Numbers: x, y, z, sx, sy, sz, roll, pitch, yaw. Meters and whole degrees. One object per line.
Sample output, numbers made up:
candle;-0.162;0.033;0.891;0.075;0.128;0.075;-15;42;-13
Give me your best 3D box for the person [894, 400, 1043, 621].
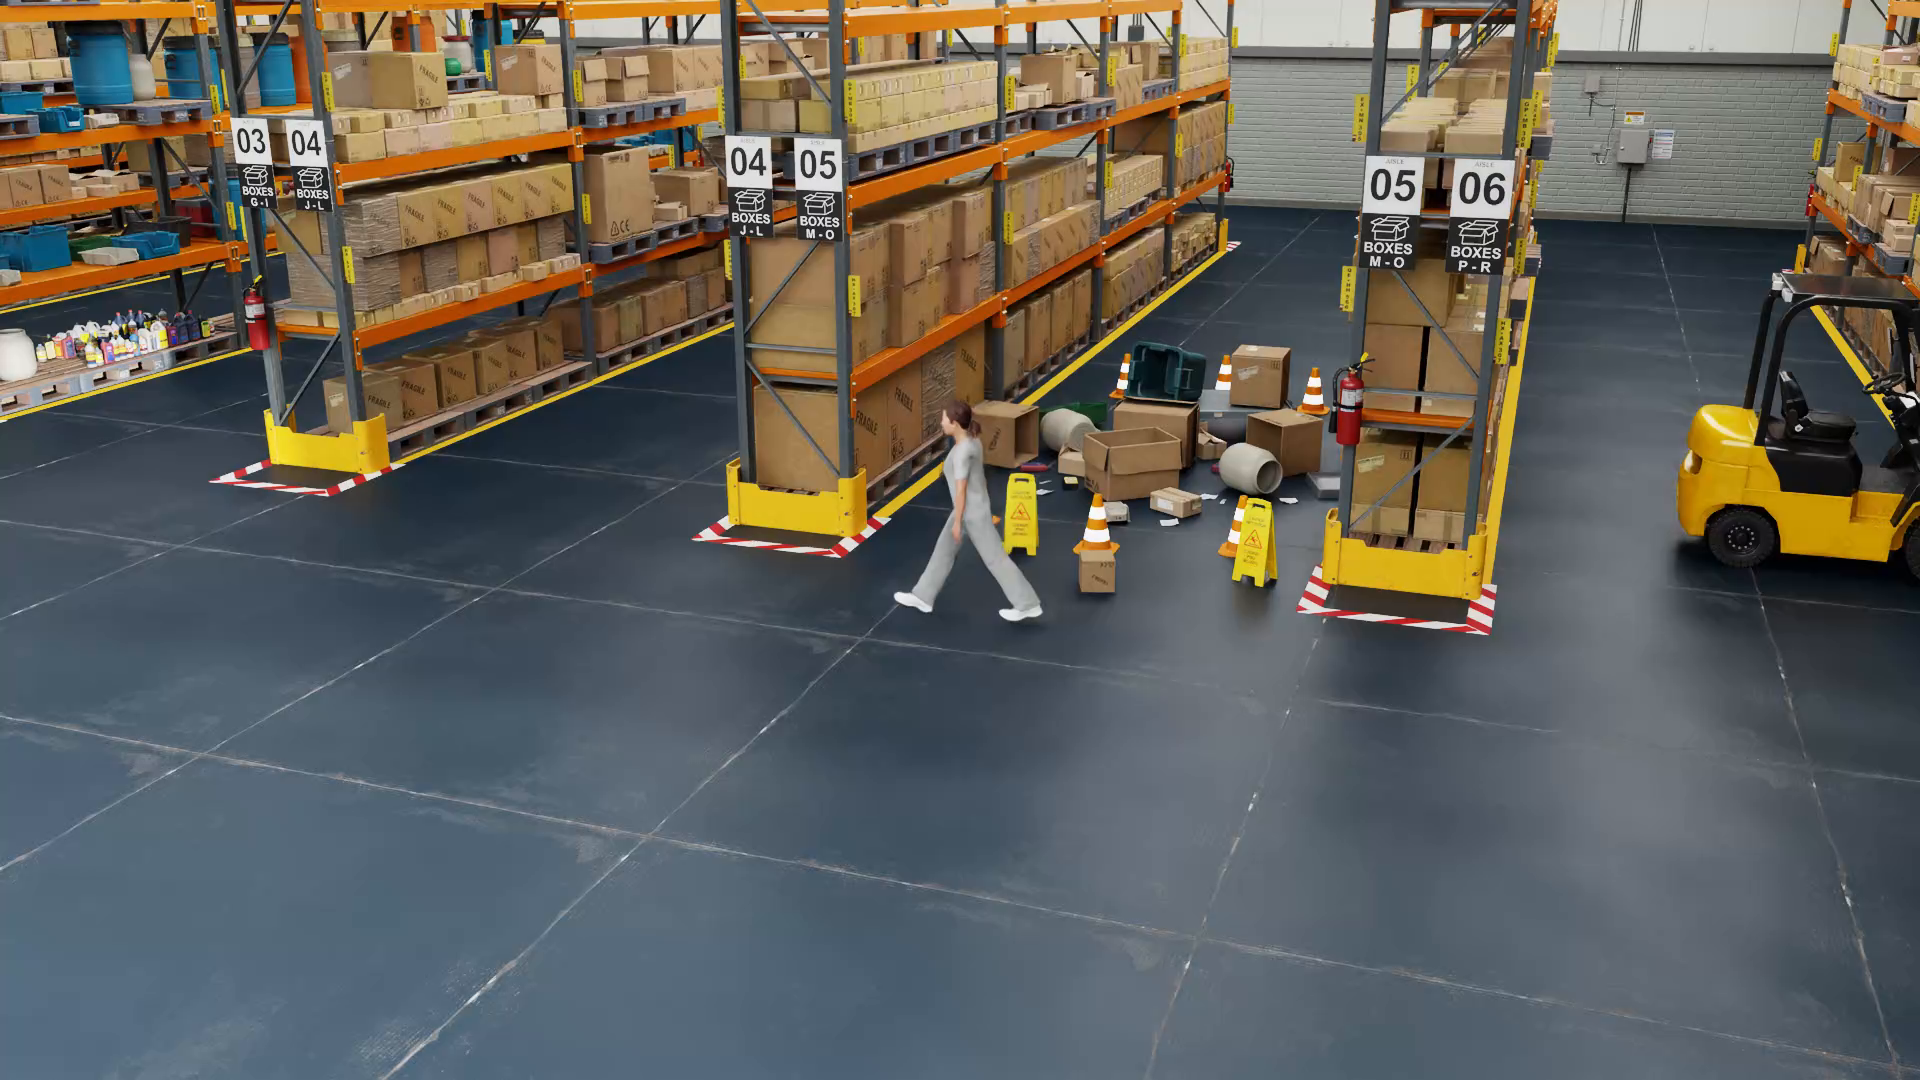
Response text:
person;0.048;-0.203;11.710;1.097;1.600;0.448;2;19;5
